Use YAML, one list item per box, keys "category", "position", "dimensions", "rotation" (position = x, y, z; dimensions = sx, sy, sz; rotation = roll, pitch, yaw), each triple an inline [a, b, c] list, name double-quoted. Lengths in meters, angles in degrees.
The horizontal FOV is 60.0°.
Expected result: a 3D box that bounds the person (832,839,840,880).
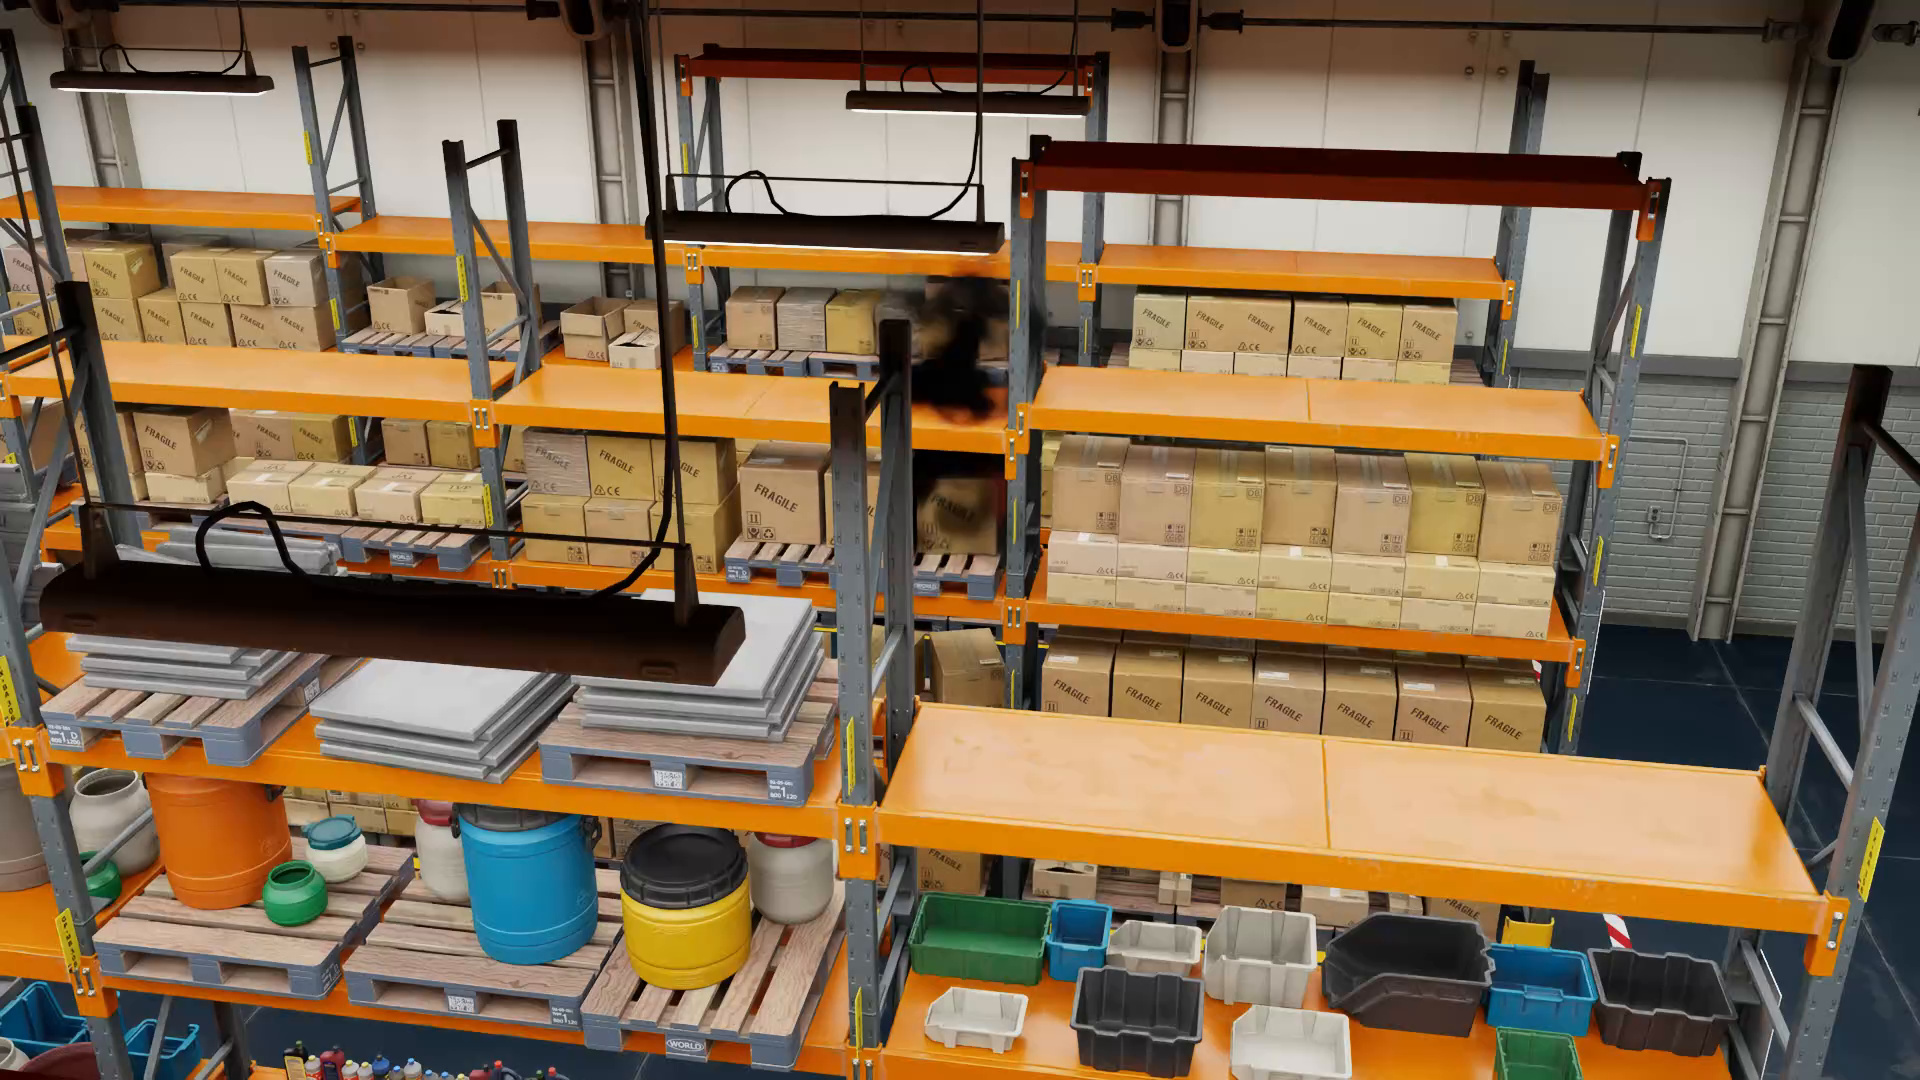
- category: "person"
  position: [-0.955, 2.590, 11.273]
  dimensions: [0.770, 1.849, 0.679]
  rotation: [-1, 23, -3]
